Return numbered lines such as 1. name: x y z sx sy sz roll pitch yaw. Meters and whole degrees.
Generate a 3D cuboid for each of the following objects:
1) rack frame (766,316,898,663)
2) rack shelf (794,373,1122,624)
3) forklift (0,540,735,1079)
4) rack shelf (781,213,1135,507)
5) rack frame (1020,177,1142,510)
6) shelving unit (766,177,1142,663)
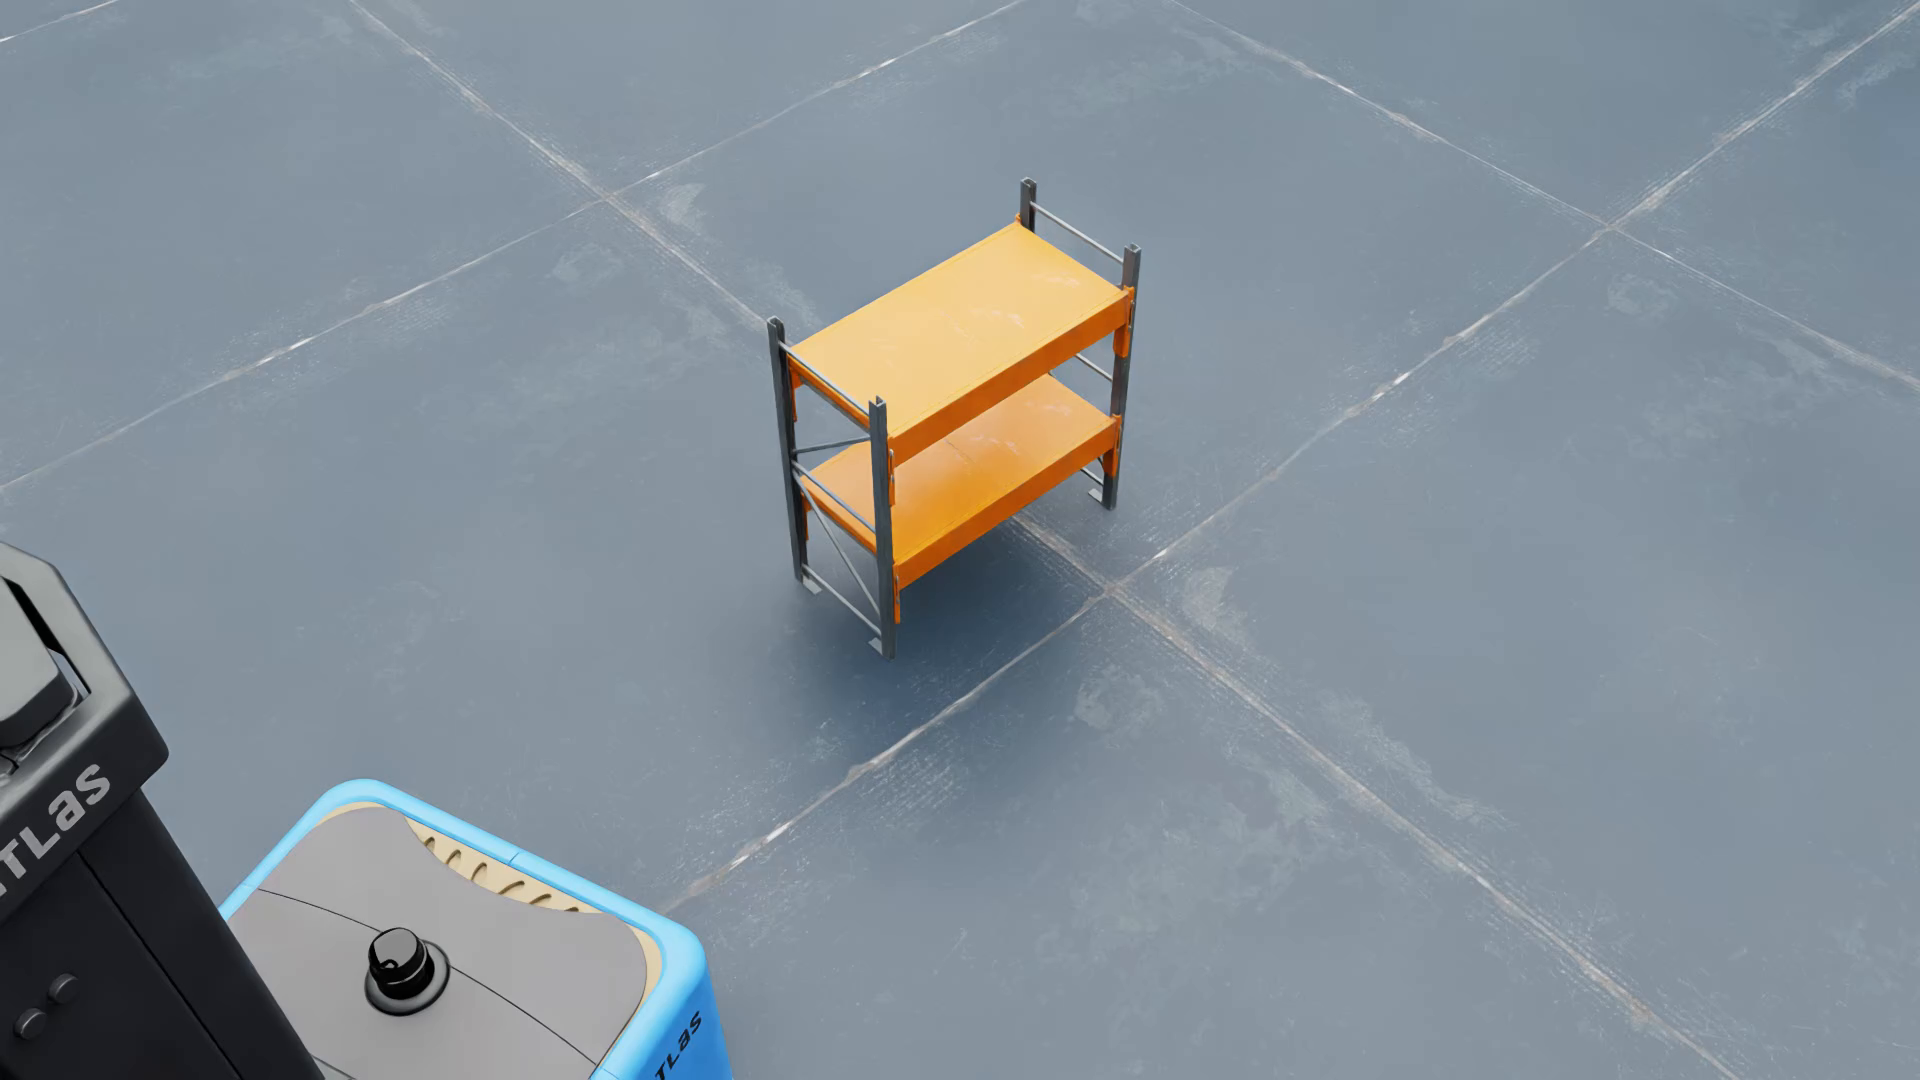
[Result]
1. rack frame: -0.381 -0.127 5.102 0.032 1.125 0.500 -34 56 -27
2. rack shelf: -0.005 -0.212 5.513 1.000 0.278 0.538 -34 56 -27
3. forklift: -1.639 1.387 2.476 1.130 2.935 3.031 20 51 18
4. rack shelf: -0.005 -0.577 5.118 1.000 0.278 0.538 -34 56 -27
5. rack frame: 0.371 -0.629 5.565 0.032 1.125 0.500 -34 56 -27
6. shelving unit: -0.005 -0.378 5.334 1.048 1.125 0.538 -34 56 -27
